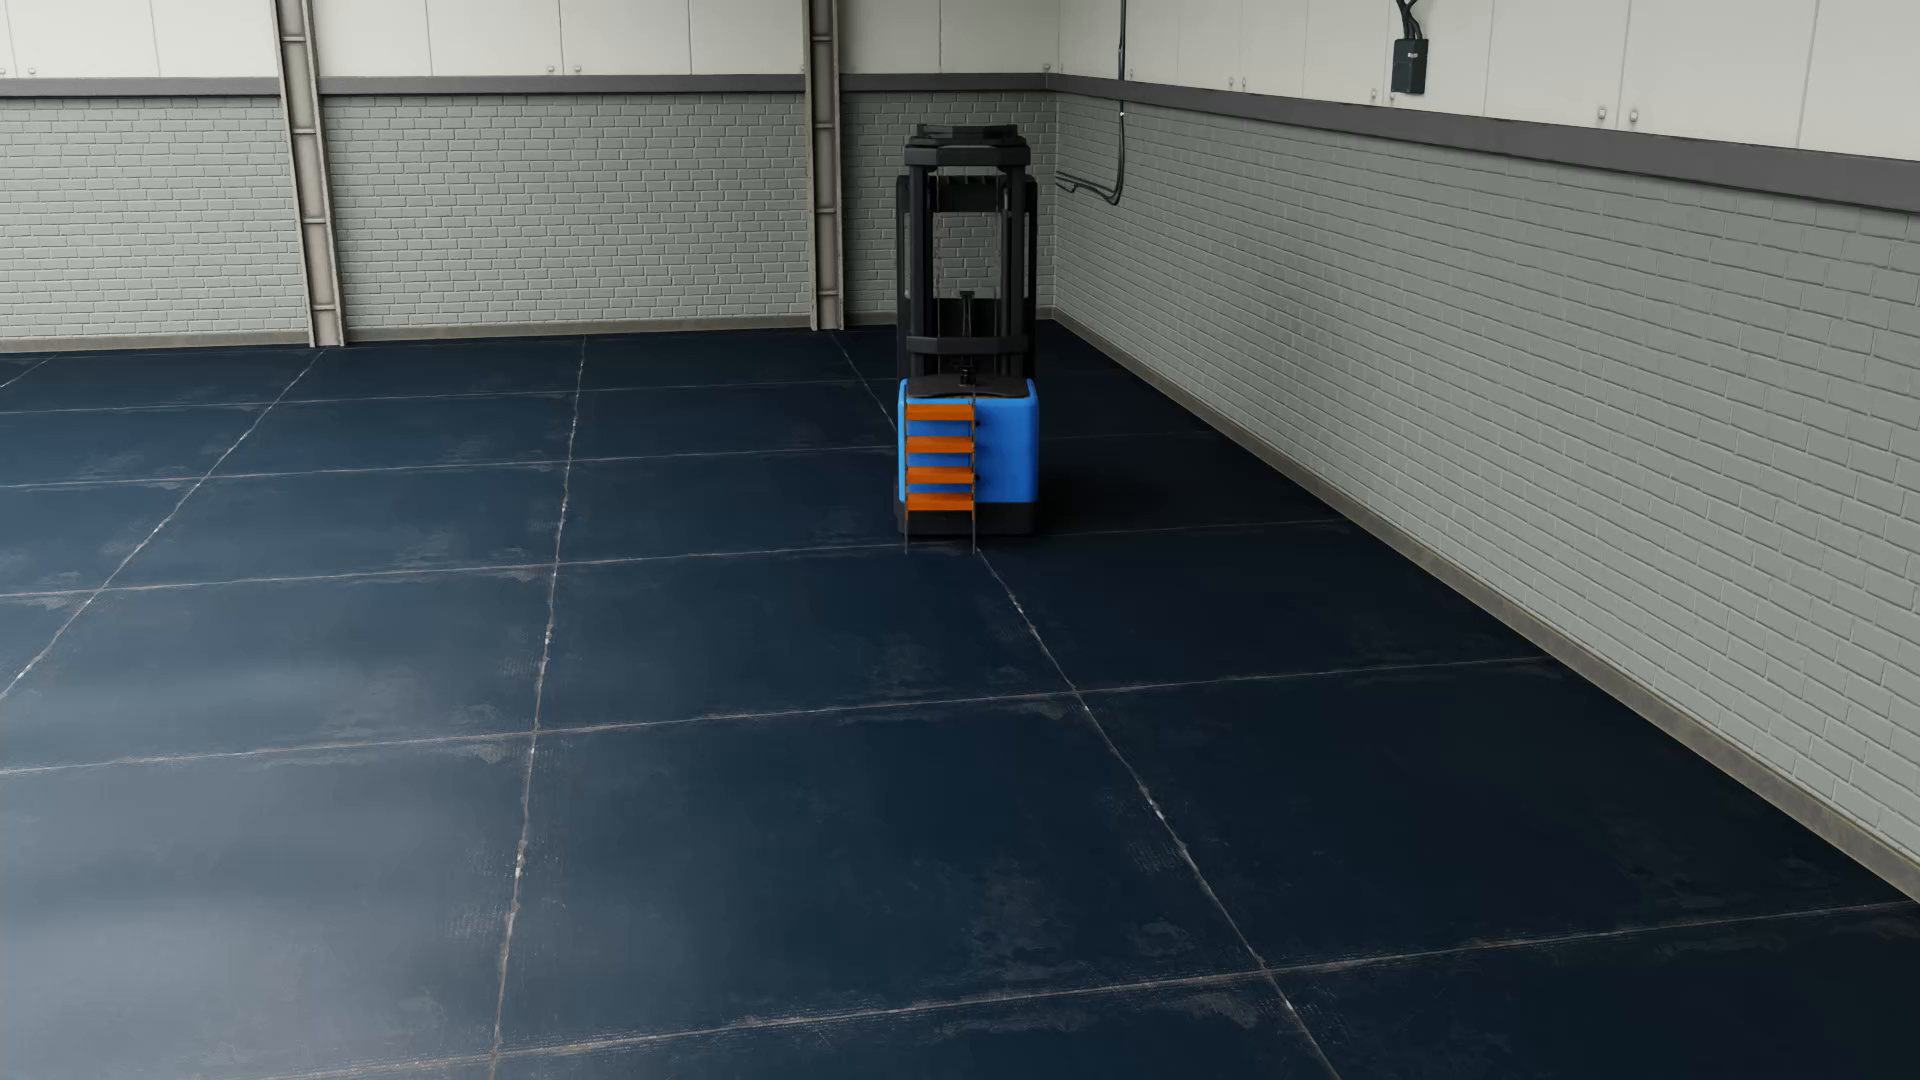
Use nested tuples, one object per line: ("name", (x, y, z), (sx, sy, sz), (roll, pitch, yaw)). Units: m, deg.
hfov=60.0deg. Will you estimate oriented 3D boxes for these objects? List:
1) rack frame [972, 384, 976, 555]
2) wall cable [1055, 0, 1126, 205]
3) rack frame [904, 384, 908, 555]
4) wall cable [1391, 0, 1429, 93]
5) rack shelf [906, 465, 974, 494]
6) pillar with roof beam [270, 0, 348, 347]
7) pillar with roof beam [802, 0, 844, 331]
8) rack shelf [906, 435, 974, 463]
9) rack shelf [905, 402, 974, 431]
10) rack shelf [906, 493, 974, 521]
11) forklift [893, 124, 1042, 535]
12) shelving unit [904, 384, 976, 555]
("rack frame", (0.100, -0.501, 11.898), (0.015, 1.200, 0.240), (0, 17, -1))
("wall cable", (1.464, -5.285, 19.481), (0.112, 2.526, 3.097), (-3, 17, -10))
("rack frame", (-0.388, -0.499, 11.892), (0.015, 1.200, 0.240), (0, 17, -1))
("wall cable", (3.249, -5.657, 9.612), (0.169, 6.003, 2.305), (-3, 17, -10))
("rack shelf", (-0.144, -0.435, 11.915), (0.480, 0.148, 0.258), (0, 17, -1))
("pillar with roof beam", (-6.754, -5.411, 14.603), (0.400, 9.000, 9.100), (-3, 17, -10))
("pillar with roof beam", (-0.863, -5.745, 15.691), (0.400, 9.000, 9.100), (-3, 17, -10))
("rack shelf", (-0.144, -0.649, 11.849), (0.480, 0.148, 0.258), (0, 17, -1))
("rack shelf", (-0.144, -0.875, 11.779), (0.480, 0.148, 0.258), (0, 17, -1))
("rack shelf", (-0.144, -0.246, 11.973), (0.480, 0.148, 0.258), (0, 17, -1))
("forklift", (0.046, -1.816, 13.233), (1.130, 2.935, 3.031), (0, 17, -1))
("shelving unit", (-0.144, -0.500, 11.895), (0.503, 1.200, 0.258), (0, 17, -1))
